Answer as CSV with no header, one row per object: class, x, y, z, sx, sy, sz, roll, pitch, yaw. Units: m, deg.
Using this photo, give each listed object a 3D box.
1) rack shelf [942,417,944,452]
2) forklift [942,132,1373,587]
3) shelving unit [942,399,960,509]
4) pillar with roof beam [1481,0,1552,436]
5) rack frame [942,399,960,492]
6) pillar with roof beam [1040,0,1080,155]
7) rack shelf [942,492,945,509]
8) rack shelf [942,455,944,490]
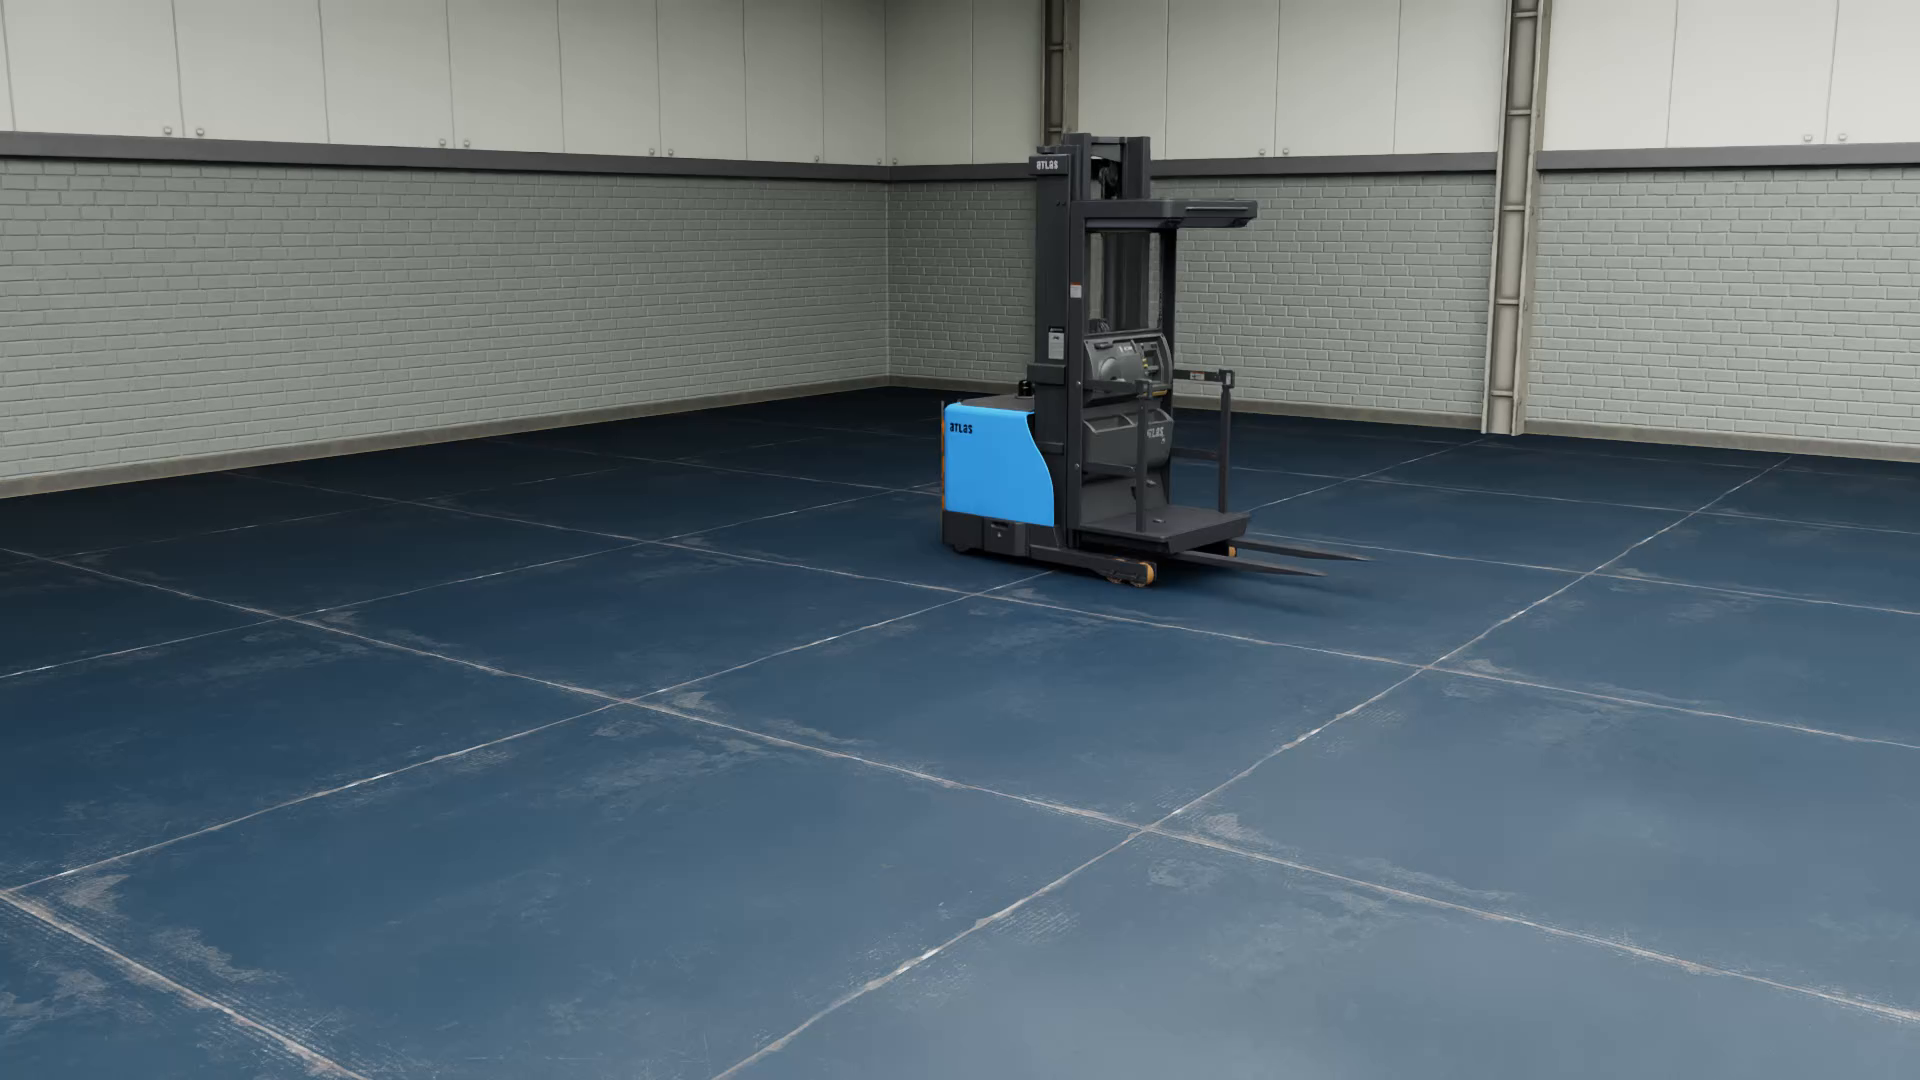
rack shelf,0.024,-0.782,12.370,0.240,0.259,0.215,10,14,41
forklift,1.311,-1.242,11.231,3.031,2.935,1.130,9,14,40
shelving unit,0.024,-0.514,12.422,0.252,1.050,0.215,10,14,41
pillar with roof beam,3.576,-4.966,14.509,0.400,9.000,9.100,8,13,36
rack frame,-0.068,-0.529,12.501,0.008,1.050,0.200,10,14,41
pillar with roof beam,-1.260,-5.641,17.996,0.400,9.000,9.100,8,13,36
rack shelf,0.023,-0.231,12.477,0.240,0.259,0.215,10,14,41
rack shelf,0.024,-0.504,12.424,0.240,0.259,0.215,10,14,41
